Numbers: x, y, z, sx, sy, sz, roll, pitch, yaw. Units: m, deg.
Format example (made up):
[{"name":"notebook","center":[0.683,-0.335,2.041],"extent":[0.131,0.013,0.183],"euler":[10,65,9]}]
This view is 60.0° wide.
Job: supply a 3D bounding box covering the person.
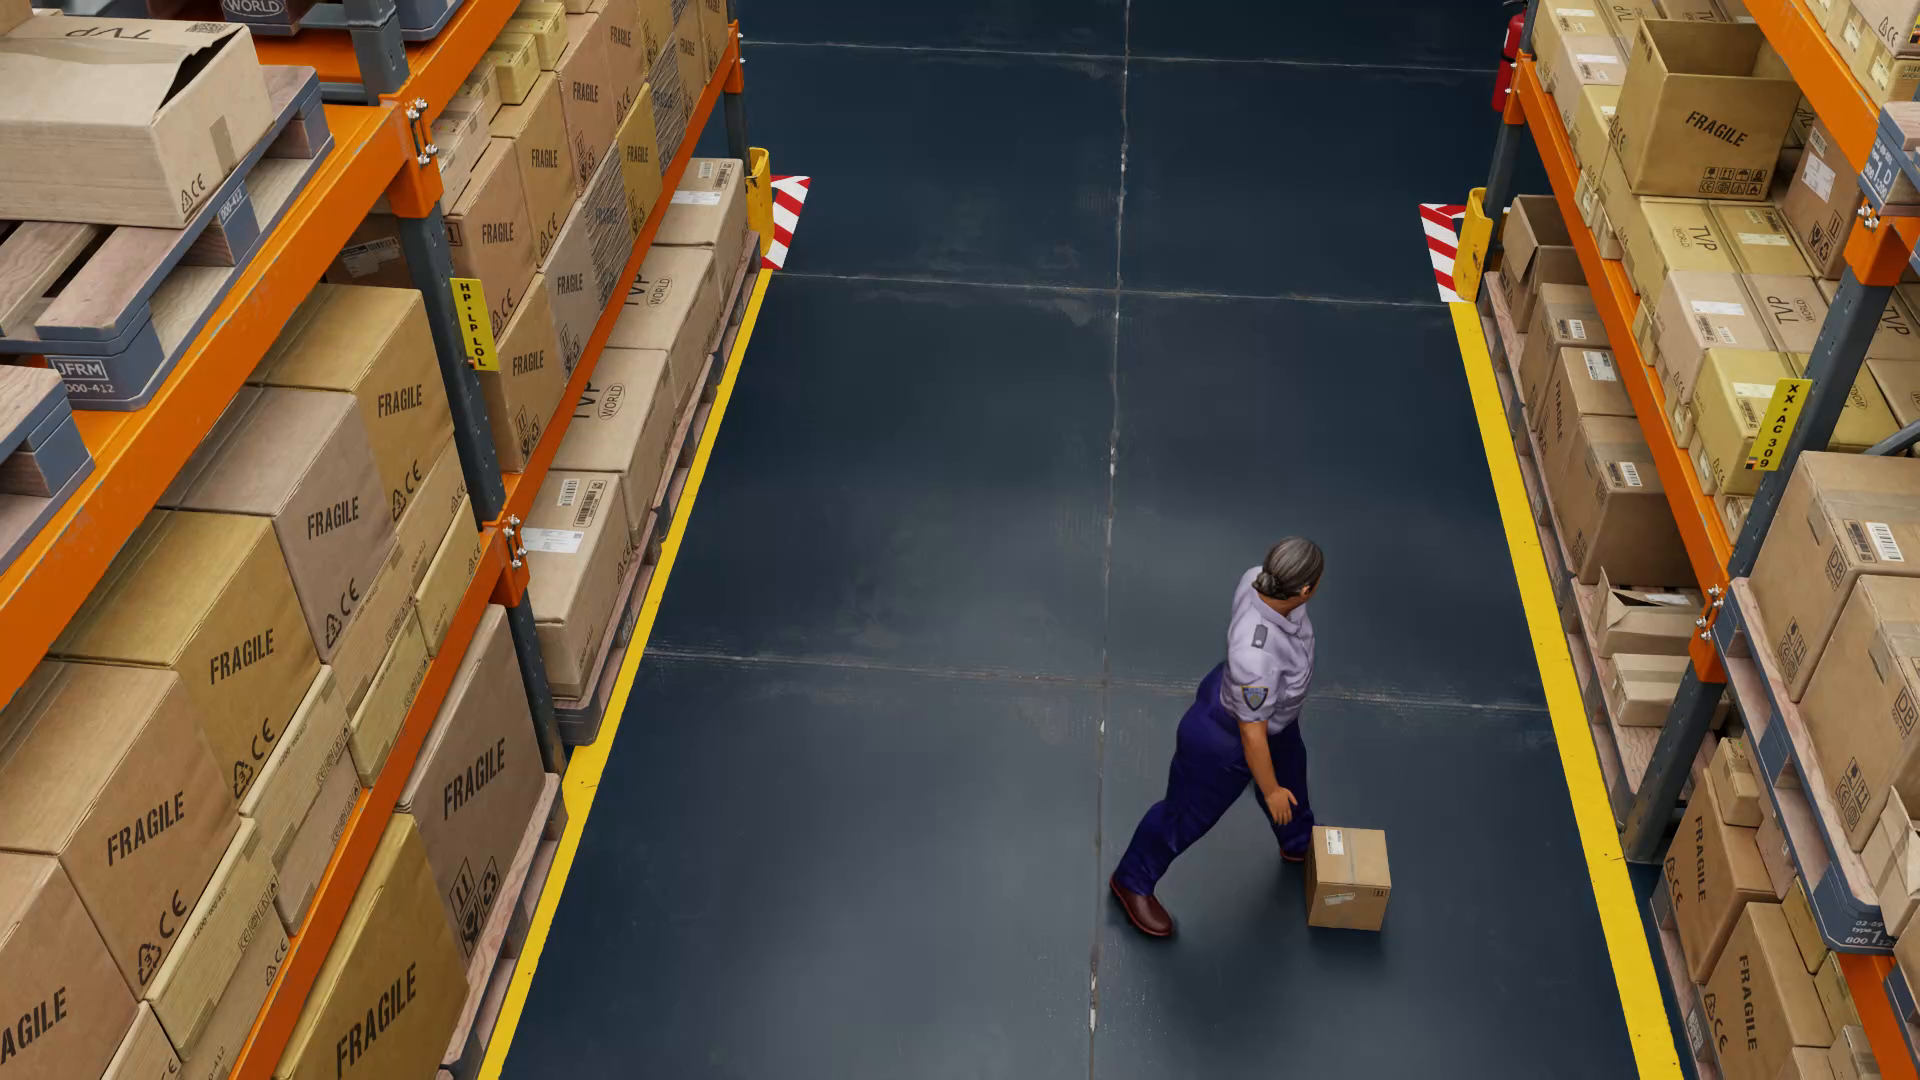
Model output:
[{"name":"person","center":[0.974,0.626,5.423],"extent":[0.810,1.611,0.657],"euler":[15,43,17]}]
